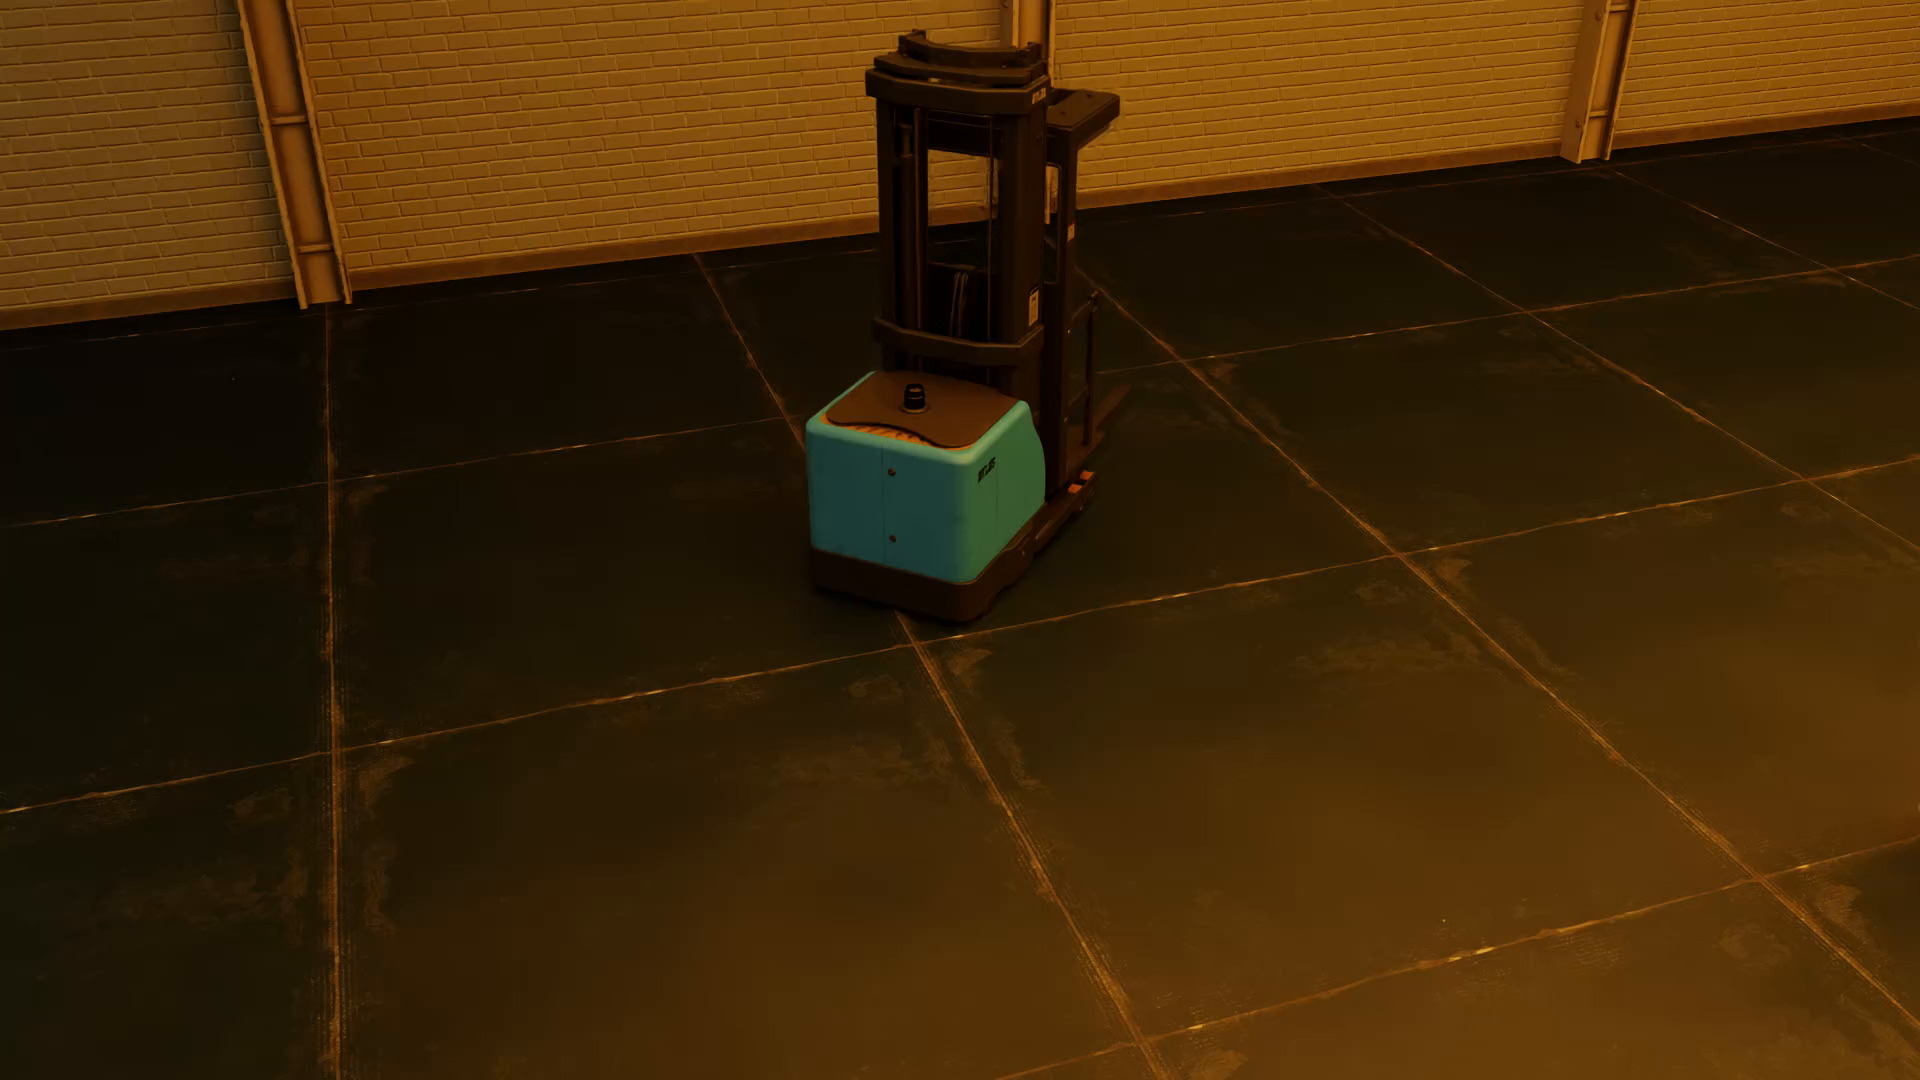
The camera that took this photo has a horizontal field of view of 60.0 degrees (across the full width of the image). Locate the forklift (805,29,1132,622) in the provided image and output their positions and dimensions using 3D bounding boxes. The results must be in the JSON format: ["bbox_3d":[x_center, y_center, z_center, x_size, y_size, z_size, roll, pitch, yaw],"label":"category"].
[{"bbox_3d":[0.230,-1.537,9.759,1.130,2.935,3.031,13,32,22],"label":"forklift"}]
